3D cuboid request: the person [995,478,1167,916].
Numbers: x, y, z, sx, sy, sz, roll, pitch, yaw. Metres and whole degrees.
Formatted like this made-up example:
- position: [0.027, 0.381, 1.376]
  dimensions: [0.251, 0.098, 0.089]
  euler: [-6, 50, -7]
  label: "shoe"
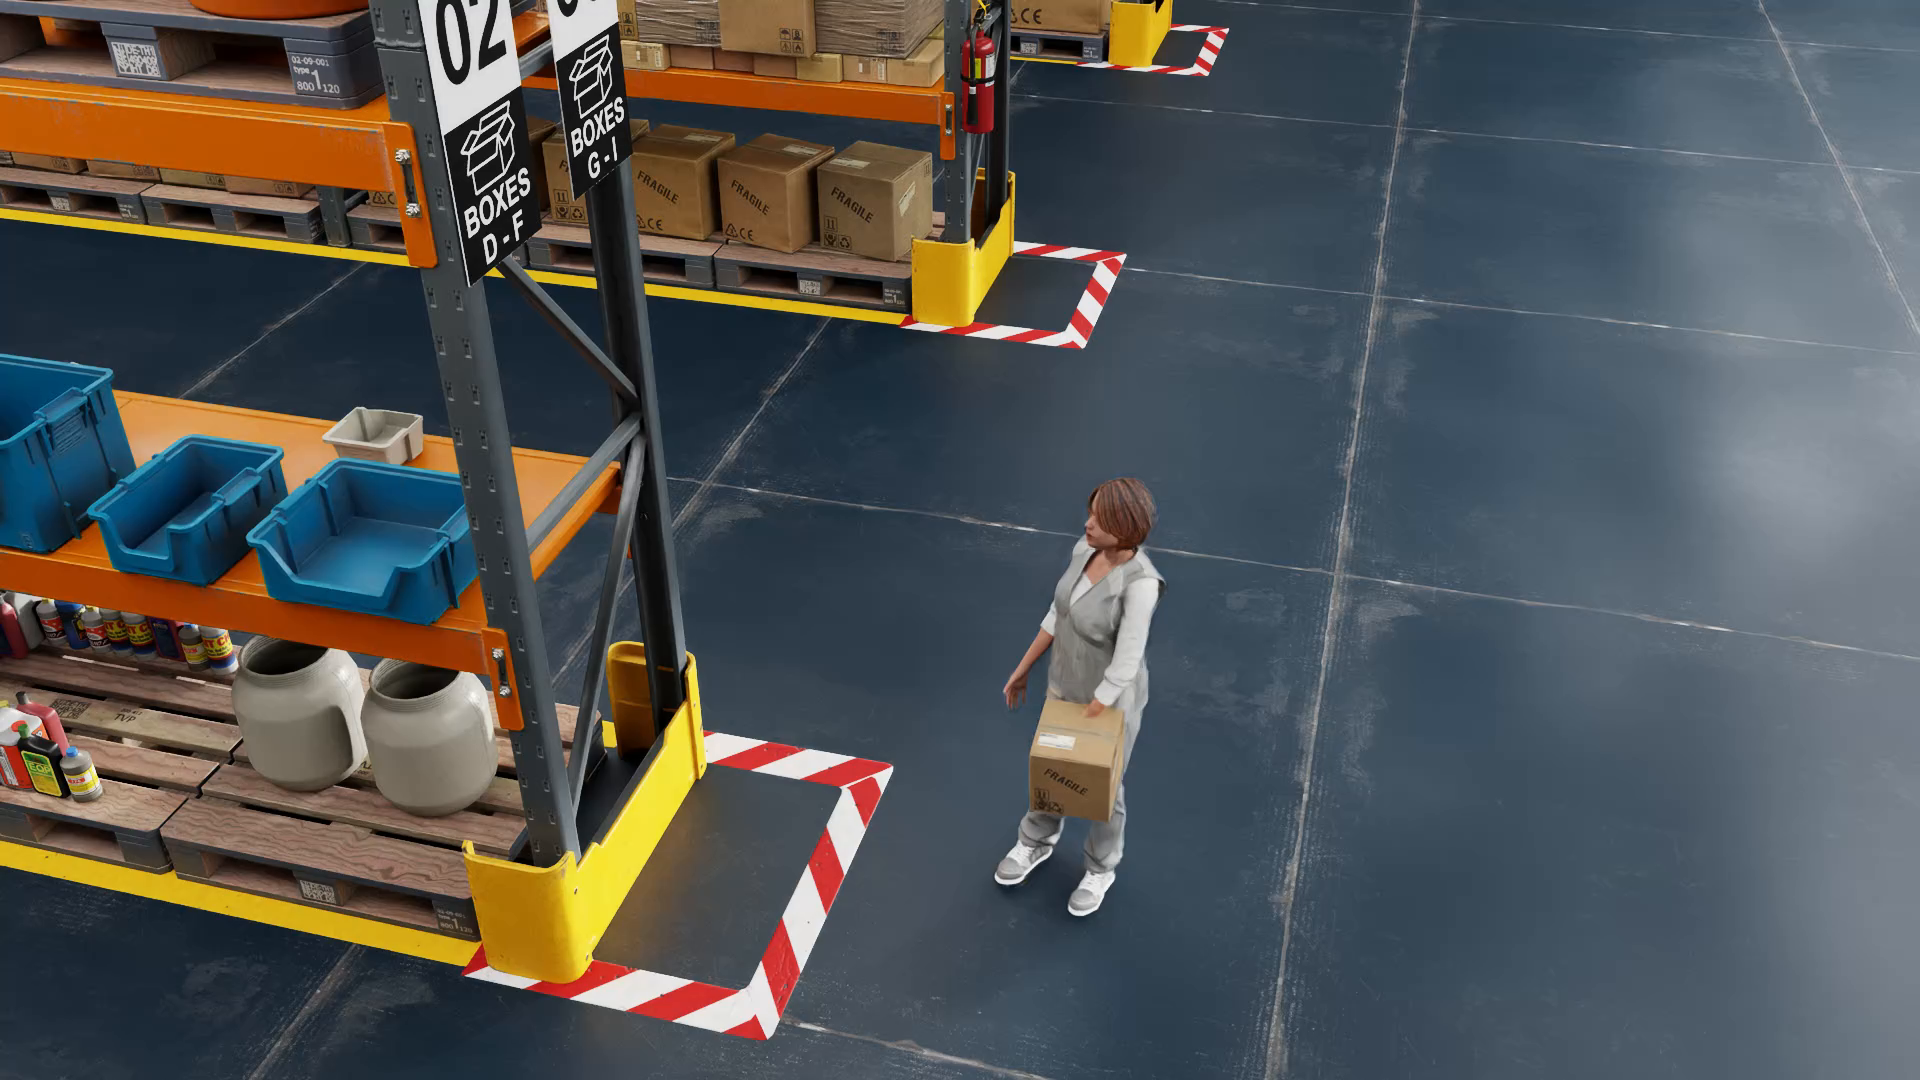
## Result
- position: [0.386, 0.526, 5.331]
  dimensions: [0.461, 1.599, 0.444]
  euler: [-18, 37, -25]
  label: "person"
